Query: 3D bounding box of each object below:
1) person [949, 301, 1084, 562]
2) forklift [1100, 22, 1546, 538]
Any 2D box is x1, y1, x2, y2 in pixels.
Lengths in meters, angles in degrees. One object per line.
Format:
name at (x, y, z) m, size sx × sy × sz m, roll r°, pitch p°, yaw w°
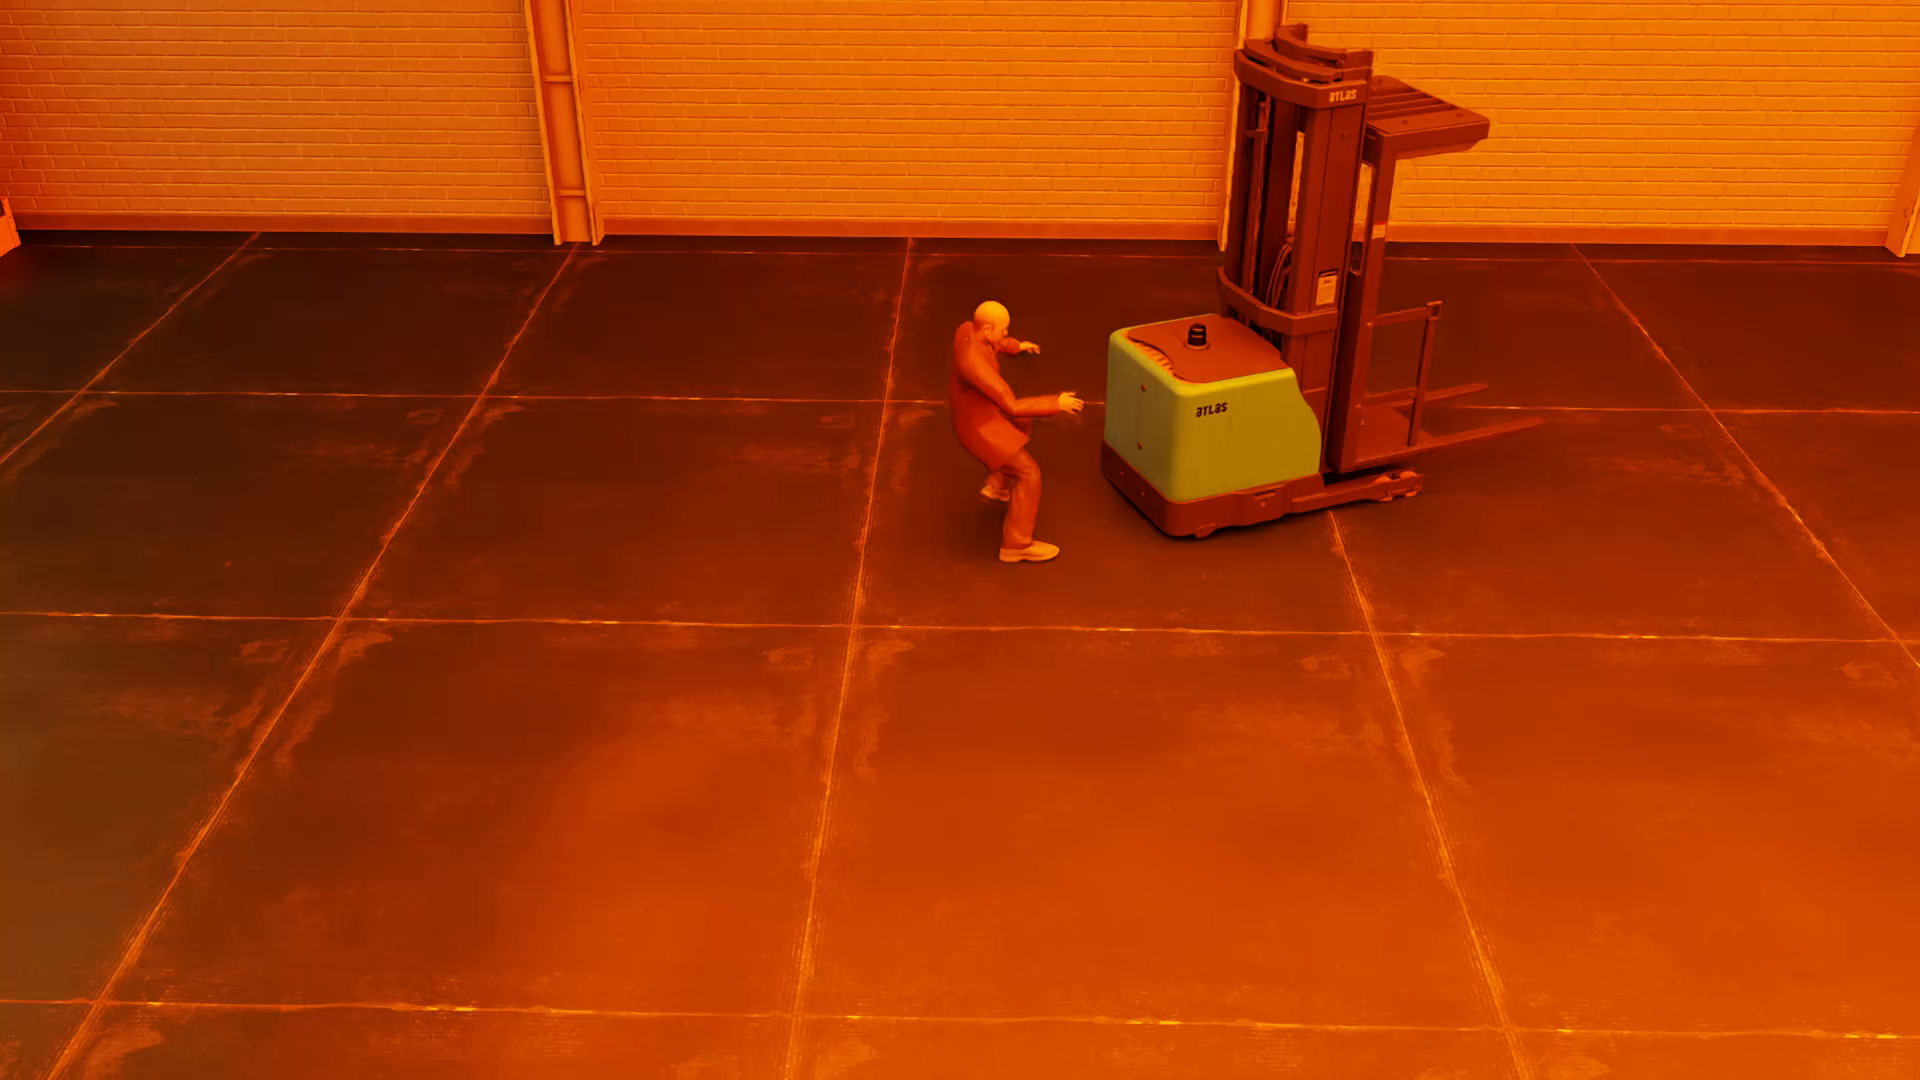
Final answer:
person at (0.328, -0.778, 10.278) m, size 0.786 × 1.561 × 0.986 m, roll -3°, pitch 31°, yaw -4°
forklift at (2.509, -1.748, 10.578) m, size 3.031 × 2.935 × 1.130 m, roll -12°, pitch 33°, yaw -19°
